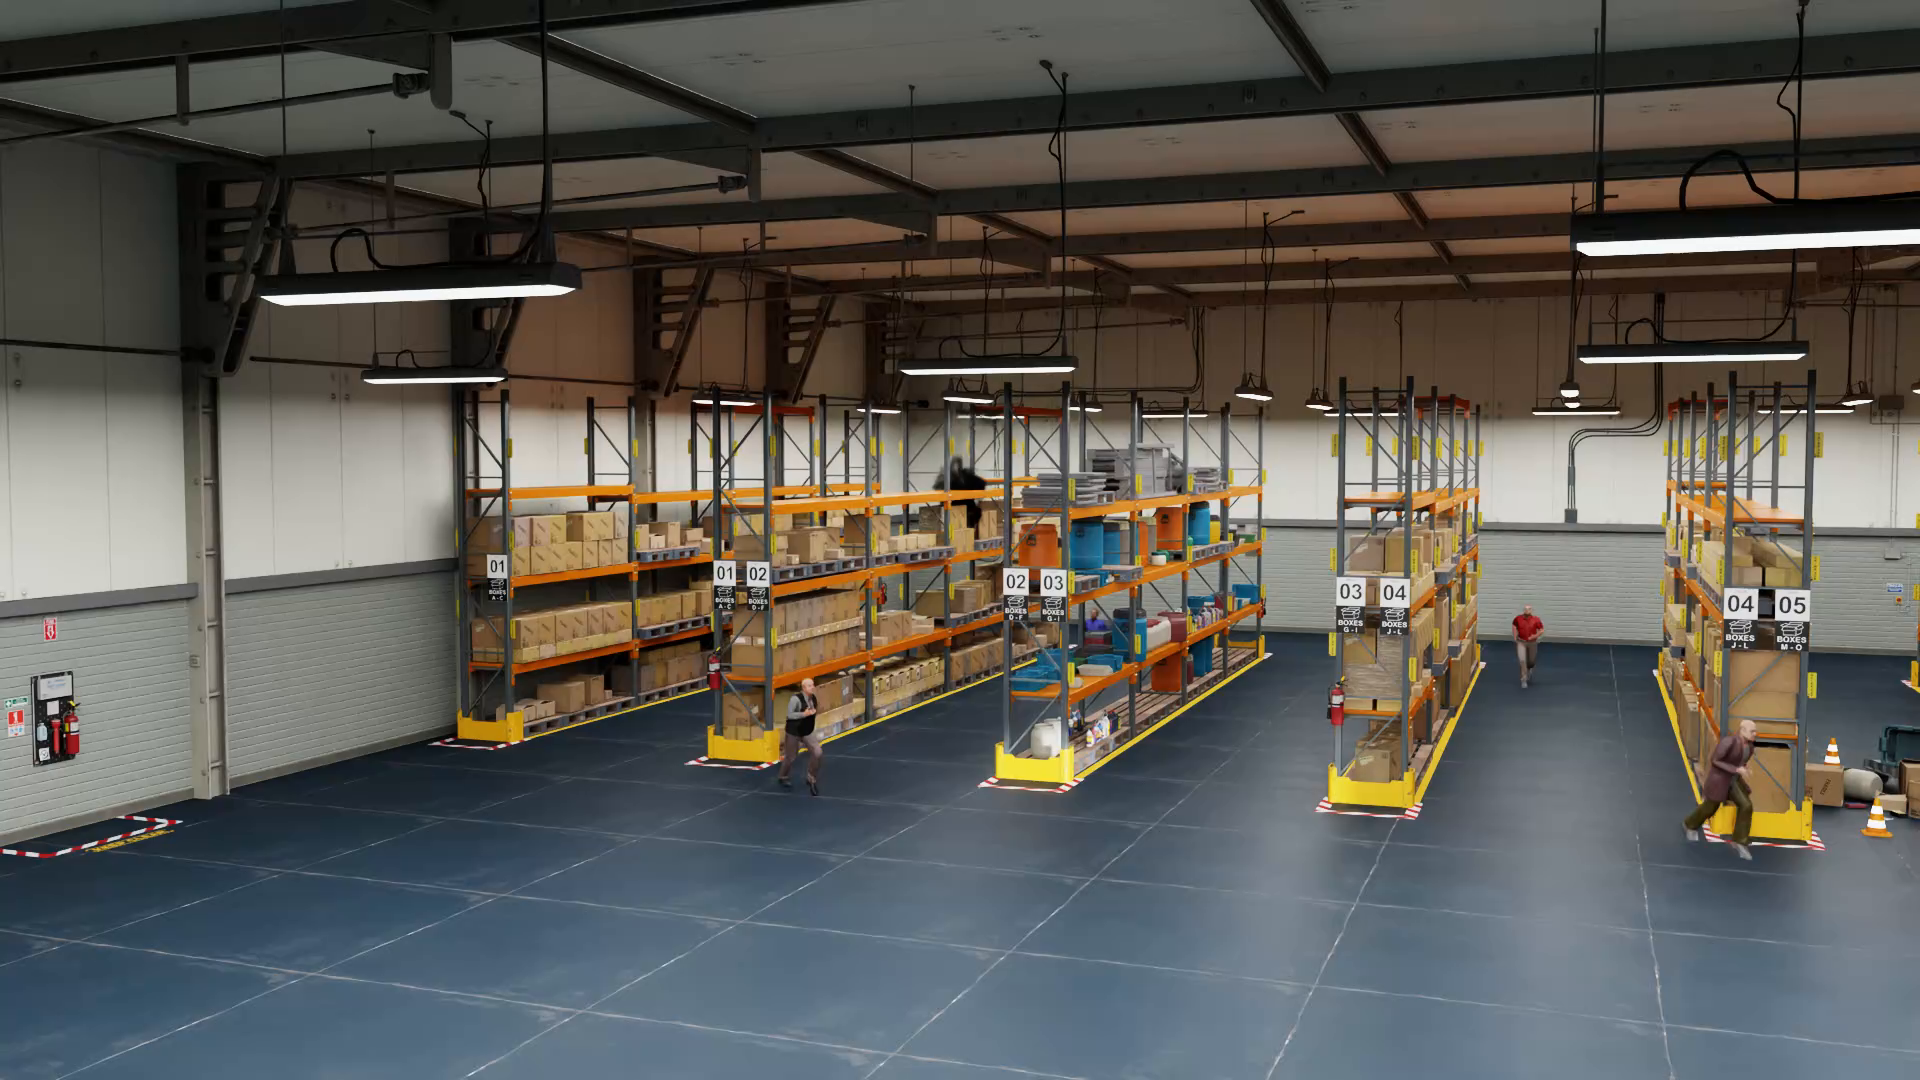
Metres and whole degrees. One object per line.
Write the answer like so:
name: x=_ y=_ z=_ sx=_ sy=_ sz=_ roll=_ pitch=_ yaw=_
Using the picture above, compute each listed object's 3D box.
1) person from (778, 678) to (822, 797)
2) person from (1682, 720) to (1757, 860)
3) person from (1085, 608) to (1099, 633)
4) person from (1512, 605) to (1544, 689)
person: x=-2.326 y=2.835 z=24.051 sx=0.647 sy=1.720 sz=0.939 roll=-3 pitch=4 yaw=-40
person: x=9.453 y=3.043 z=20.682 sx=0.755 sy=1.744 sz=1.055 roll=-2 pitch=4 yaw=-26
person: x=2.830 y=2.262 z=35.062 sx=0.563 sy=1.634 sz=0.712 roll=1 pitch=3 yaw=17
person: x=12.003 y=2.238 z=35.150 sx=0.629 sy=1.742 sz=1.114 roll=1 pitch=3 yaw=15
